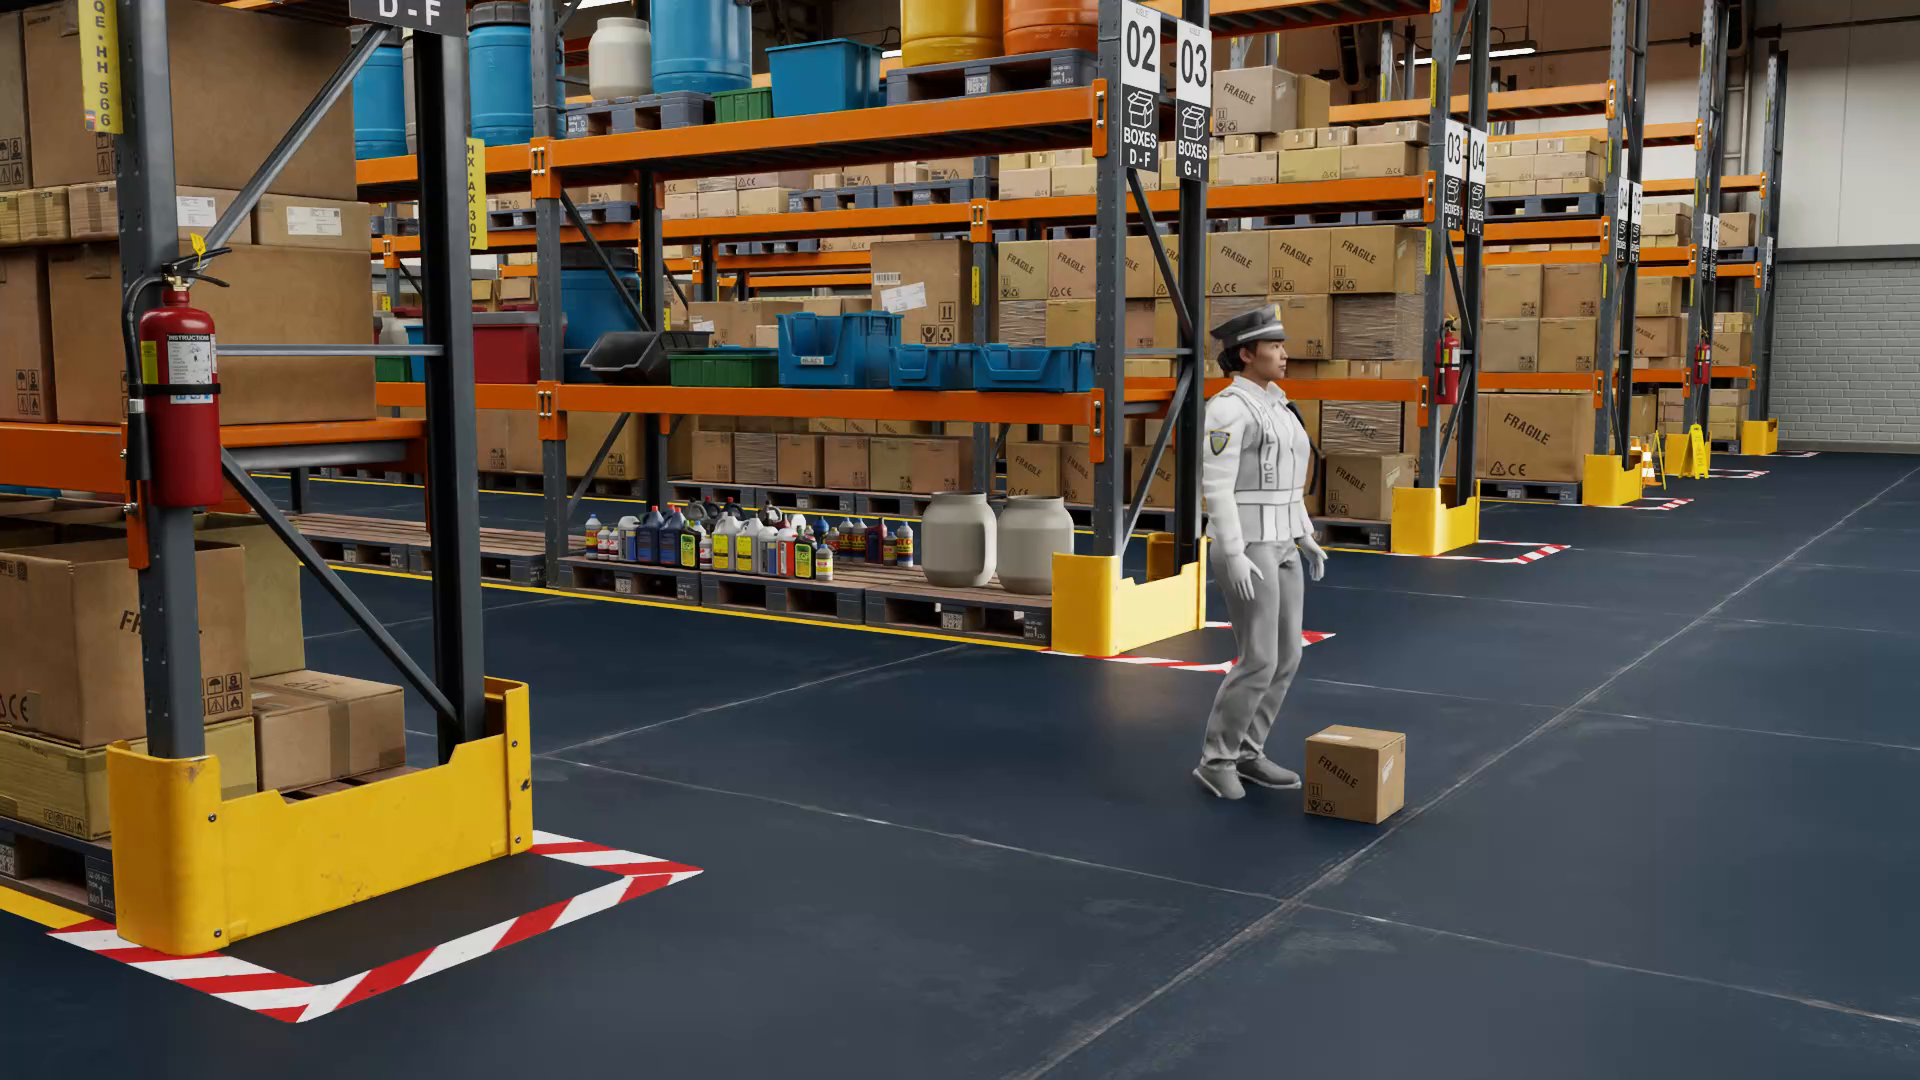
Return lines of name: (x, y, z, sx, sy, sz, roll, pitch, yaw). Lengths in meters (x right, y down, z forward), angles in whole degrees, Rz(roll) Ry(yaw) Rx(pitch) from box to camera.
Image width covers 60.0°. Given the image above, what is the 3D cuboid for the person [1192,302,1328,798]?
person: (1.032, 0.067, 5.741, 0.347, 1.759, 0.568, 4, 8, 33)
